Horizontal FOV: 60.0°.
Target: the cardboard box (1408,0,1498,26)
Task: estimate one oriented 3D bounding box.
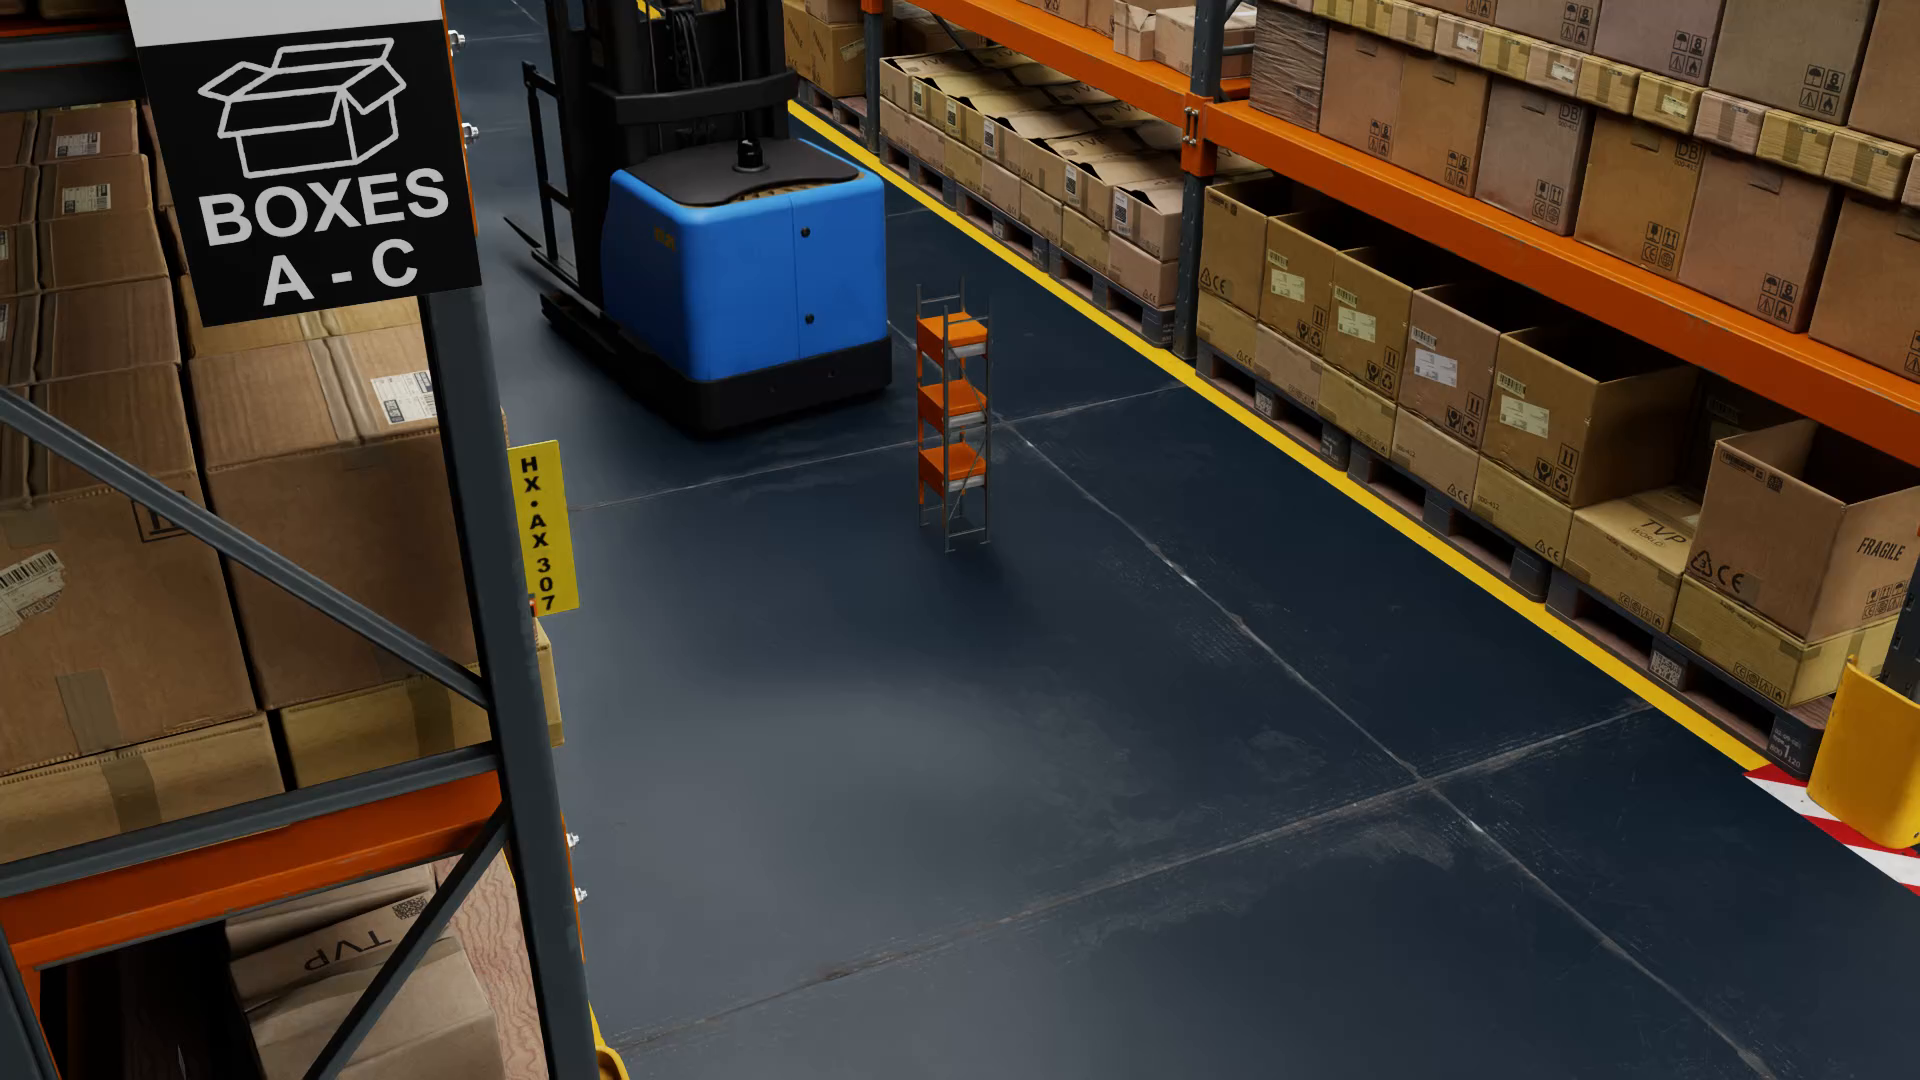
[{"bbox_3d":[2.180,-2.302,6.359,0.700,0.500,0.500,-13,32,-22],"label":"cardboard box"}]

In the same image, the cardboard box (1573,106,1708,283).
[{"bbox_3d":[2.642,-1.268,5.843,0.700,0.500,0.500,-13,32,-22],"label":"cardboard box"}]

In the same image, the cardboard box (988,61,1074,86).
[{"bbox_3d":[0.511,-2.919,10.697,0.500,0.311,0.500,-14,32,-23],"label":"cardboard box"}]

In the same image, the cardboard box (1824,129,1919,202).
[{"bbox_3d":[2.819,-1.135,4.942,0.380,0.149,0.250,-12,32,-21],"label":"cardboard box"}]

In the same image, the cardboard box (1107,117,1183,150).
[{"bbox_3d":[1.166,-2.245,9.495,0.500,0.311,0.500,-14,32,-24],"label":"cardboard box"}]

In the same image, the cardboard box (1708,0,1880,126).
[{"bbox_3d":[2.827,-1.637,5.174,0.700,0.500,0.500,-14,32,-23],"label":"cardboard box"}]

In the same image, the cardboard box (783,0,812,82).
[{"bbox_3d":[-1.001,-3.792,12.552,0.500,0.500,0.500,-14,32,-24],"label":"cardboard box"}]

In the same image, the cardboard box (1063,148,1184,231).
[{"bbox_3d":[0.890,-1.907,8.892,0.500,0.311,0.500,-12,32,-21],"label":"cardboard box"}]

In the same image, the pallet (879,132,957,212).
[{"bbox_3d":[0.153,-2.510,11.010,1.003,0.211,1.213,-13,32,-22],"label":"pallet"}]

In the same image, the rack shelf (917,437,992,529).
[{"bbox_3d":[-0.023,-0.230,6.676,0.215,0.259,0.240,-13,32,-22],"label":"rack shelf"}]

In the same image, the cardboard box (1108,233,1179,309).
[{"bbox_3d":[1.112,-1.437,8.628,0.500,0.250,0.500,-13,32,-22],"label":"cardboard box"}]

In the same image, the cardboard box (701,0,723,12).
[{"bbox_3d":[-1.895,-4.702,14.174,0.500,0.500,0.500,-15,32,-24],"label":"cardboard box"}]

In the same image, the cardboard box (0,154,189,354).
[{"bbox_3d":[-2.247,-0.631,4.174,0.500,0.500,0.500,-13,32,-21],"label":"cardboard box"}]

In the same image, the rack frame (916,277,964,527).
[{"bbox_3d":[-0.075,-0.535,6.631,0.200,1.050,0.008,-13,32,-22],"label":"rack frame"}]

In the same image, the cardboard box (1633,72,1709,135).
[{"bbox_3d":[2.490,-1.475,5.549,0.380,0.149,0.250,-12,31,-20],"label":"cardboard box"}]

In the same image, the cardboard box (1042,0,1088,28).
[{"bbox_3d":[0.796,-3.171,9.237,0.500,0.500,0.500,-13,32,-22],"label":"cardboard box"}]

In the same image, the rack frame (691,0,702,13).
[{"bbox_3d":[-1.883,-5.865,14.143,1.000,3.000,0.127,-13,32,-22],"label":"rack frame"}]

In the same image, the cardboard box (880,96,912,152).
[{"bbox_3d":[-0.206,-2.789,11.039,0.500,0.250,0.500,-13,32,-22],"label":"cardboard box"}]

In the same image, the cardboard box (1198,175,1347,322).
[{"bbox_3d":[1.468,-1.372,7.744,0.500,0.500,0.500,-13,32,-22],"label":"cardboard box"}]

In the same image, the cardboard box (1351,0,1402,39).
[{"bbox_3d":[1.826,-2.158,6.767,0.380,0.149,0.250,-13,32,-22],"label":"cardboard box"}]

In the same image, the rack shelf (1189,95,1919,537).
[{"bbox_3d":[2.410,-1.134,6.441,1.077,0.370,4.000,-13,32,-22],"label":"rack shelf"}]

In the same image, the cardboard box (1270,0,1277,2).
[{"bbox_3d":[1.492,-2.498,7.373,0.380,0.149,0.250,-13,32,-22],"label":"cardboard box"}]

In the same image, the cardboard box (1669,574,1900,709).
[{"bbox_3d":[2.772,0.277,5.571,0.500,0.250,0.500,-13,32,-22],"label":"cardboard box"}]

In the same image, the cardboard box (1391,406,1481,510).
[{"bbox_3d":[2.117,-0.383,6.748,0.500,0.250,0.500,-13,32,-22],"label":"cardboard box"}]

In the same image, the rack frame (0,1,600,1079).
[{"bbox_3d":[-1.200,0.477,2.833,0.949,2.616,0.053,-13,32,-22],"label":"rack frame"}]

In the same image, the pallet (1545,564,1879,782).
[{"bbox_3d":[2.903,0.323,5.958,1.003,0.211,1.213,-13,32,-22],"label":"pallet"}]

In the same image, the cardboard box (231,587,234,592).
[{"bbox_3d":[-1.811,0.141,3.565,0.500,0.250,0.500,-12,31,-21],"label":"cardboard box"}]

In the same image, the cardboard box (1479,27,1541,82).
[{"bbox_3d":[2.160,-1.815,6.154,0.380,0.149,0.250,-13,32,-22],"label":"cardboard box"}]

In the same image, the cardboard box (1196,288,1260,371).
[{"bbox_3d":[1.477,-1.047,7.931,0.500,0.250,0.500,-13,32,-22],"label":"cardboard box"}]

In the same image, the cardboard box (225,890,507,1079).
[{"bbox_3d":[-1.419,1.134,3.960,0.500,0.311,0.500,-17,33,-28],"label":"cardboard box"}]

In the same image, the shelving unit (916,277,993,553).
[{"bbox_3d":[-0.023,-0.482,6.535,0.215,1.050,0.252,-13,32,-22],"label":"shelving unit"}]

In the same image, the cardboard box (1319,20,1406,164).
[{"bbox_3d":[1.980,-1.948,7.056,0.700,0.500,0.500,-13,32,-22],"label":"cardboard box"}]

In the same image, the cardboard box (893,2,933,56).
[{"bbox_3d":[-0.333,-3.691,12.371,0.500,0.500,0.500,-14,32,-24],"label":"cardboard box"}]

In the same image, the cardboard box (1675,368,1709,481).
[{"bbox_3d":[2.797,-0.597,6.364,0.500,0.500,0.500,-13,32,-22],"label":"cardboard box"}]

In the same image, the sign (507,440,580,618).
[{"bbox_3d":[-0.713,-0.014,2.823,0.100,0.325,0.005,-13,32,-22],"label":"sign"}]

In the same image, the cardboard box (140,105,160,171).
[{"bbox_3d":[-2.012,-0.972,4.783,0.500,0.500,0.500,-14,32,-23],"label":"cardboard box"}]

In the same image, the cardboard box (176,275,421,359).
[{"bbox_3d":[-1.340,-0.287,3.562,0.500,0.500,0.500,-13,32,-22],"label":"cardboard box"}]

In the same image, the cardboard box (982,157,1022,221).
[{"bbox_3d":[0.459,-2.112,9.832,0.500,0.250,0.500,-12,32,-21],"label":"cardboard box"}]

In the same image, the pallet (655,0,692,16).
[{"bbox_3d":[-2.177,-4.952,15.366,1.003,0.211,1.213,-13,32,-22],"label":"pallet"}]

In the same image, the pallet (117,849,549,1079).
[{"bbox_3d":[-1.553,1.294,4.227,1.003,0.211,1.213,-13,32,-22],"label":"pallet"}]

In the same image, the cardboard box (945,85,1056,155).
[{"bbox_3d":[0.244,-2.578,10.088,0.500,0.311,0.500,-14,32,-23],"label":"cardboard box"}]

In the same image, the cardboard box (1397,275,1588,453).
[{"bbox_3d":[2.114,-0.709,6.563,0.500,0.500,0.500,-13,32,-22],"label":"cardboard box"}]

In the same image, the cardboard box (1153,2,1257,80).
[{"bbox_3d":[1.301,-2.474,8.249,0.500,0.250,0.500,-11,31,-19],"label":"cardboard box"}]

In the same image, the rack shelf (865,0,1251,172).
[{"bbox_3d":[0.693,-2.901,9.592,1.077,0.370,4.000,-13,32,-22],"label":"rack shelf"}]

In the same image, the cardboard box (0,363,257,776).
[{"bbox_3d":[-1.598,0.044,2.972,0.500,0.500,0.500,-13,32,-23],"label":"cardboard box"}]

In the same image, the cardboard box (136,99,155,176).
[{"bbox_3d":[-2.907,-1.308,5.383,0.500,0.500,0.500,-14,32,-23],"label":"cardboard box"}]

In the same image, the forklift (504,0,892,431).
[{"bbox_3d":[-1.548,-2.445,8.114,1.130,2.935,3.031,-18,34,-28],"label":"forklift"}]
